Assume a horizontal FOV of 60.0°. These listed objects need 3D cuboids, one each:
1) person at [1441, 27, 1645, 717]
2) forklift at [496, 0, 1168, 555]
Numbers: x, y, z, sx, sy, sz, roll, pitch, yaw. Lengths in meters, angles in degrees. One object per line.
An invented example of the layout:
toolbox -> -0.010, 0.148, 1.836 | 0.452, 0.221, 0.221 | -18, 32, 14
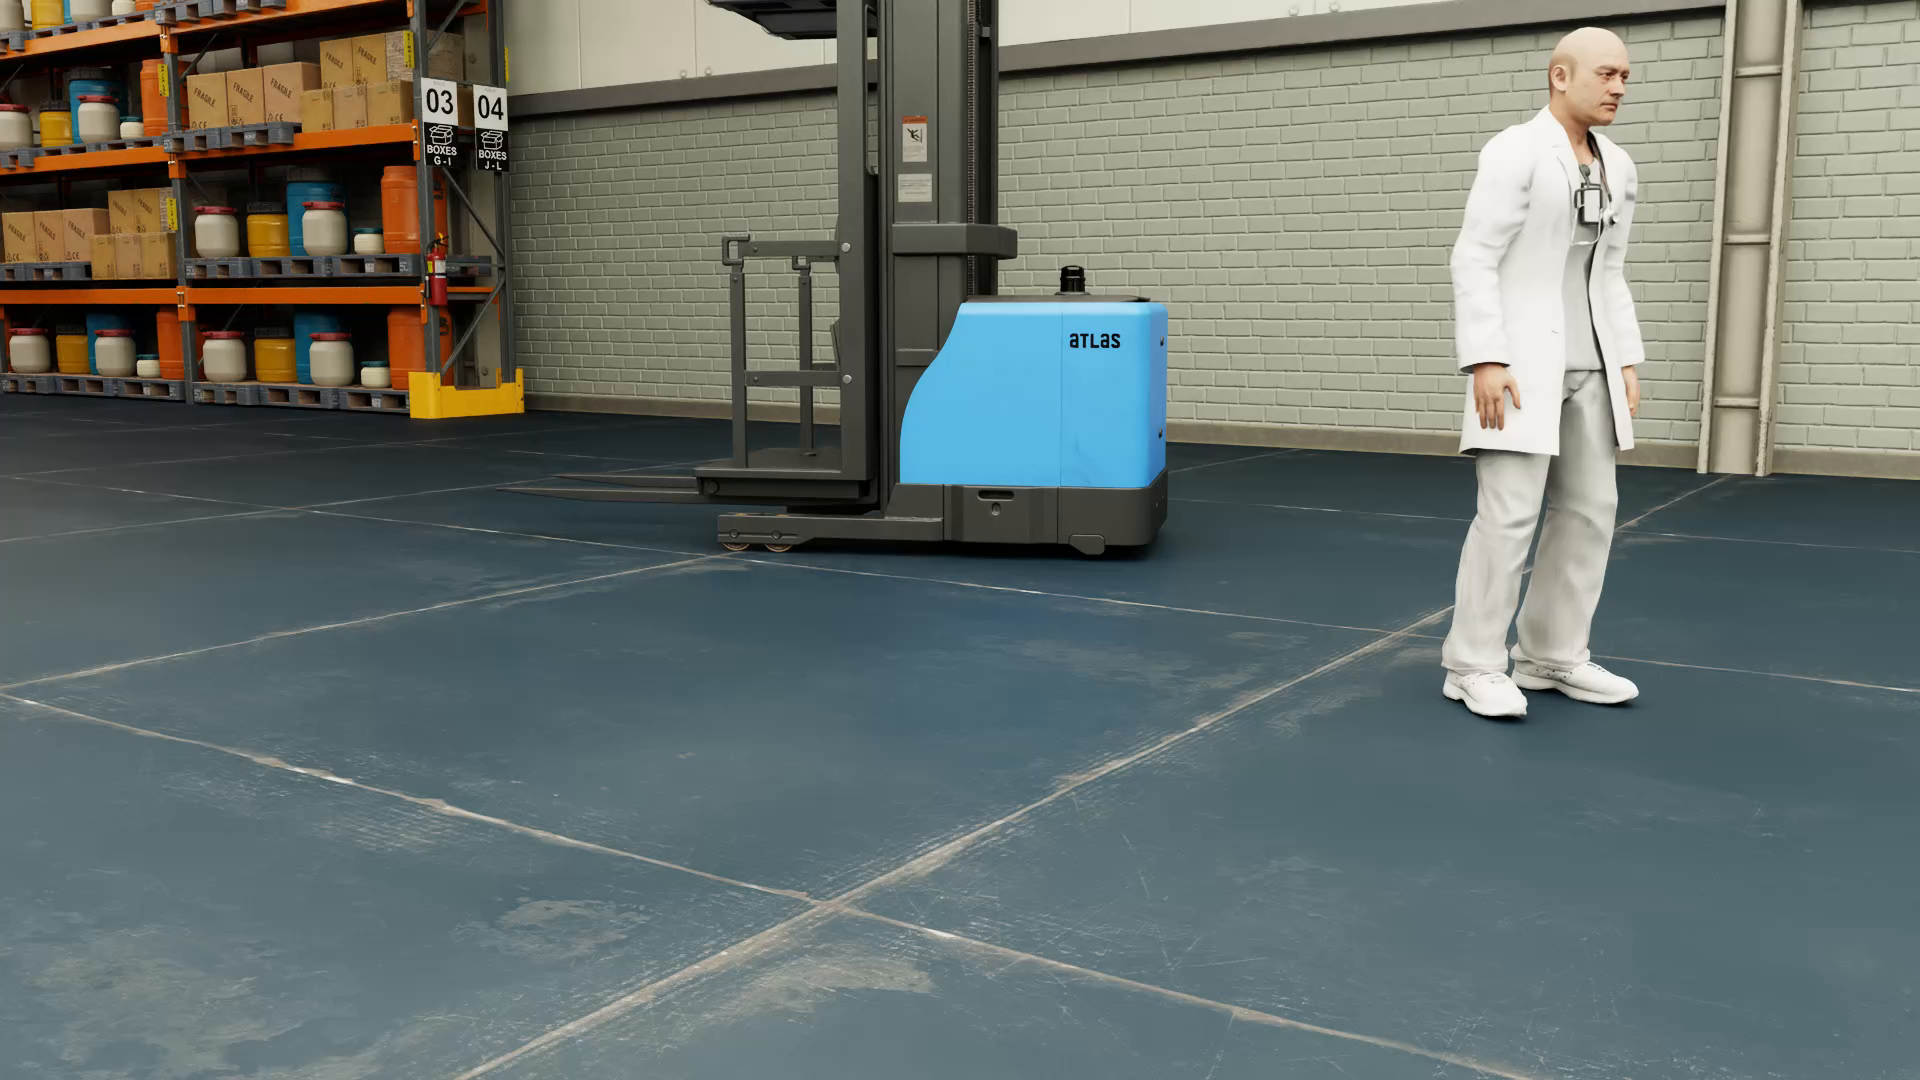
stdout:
person -> 1.582, -0.445, 4.436 | 0.653, 1.774, 0.431 | -4, 9, -28
forklift -> -0.596, -1.469, 7.520 | 3.031, 2.935, 1.130 | 2, 8, 12
